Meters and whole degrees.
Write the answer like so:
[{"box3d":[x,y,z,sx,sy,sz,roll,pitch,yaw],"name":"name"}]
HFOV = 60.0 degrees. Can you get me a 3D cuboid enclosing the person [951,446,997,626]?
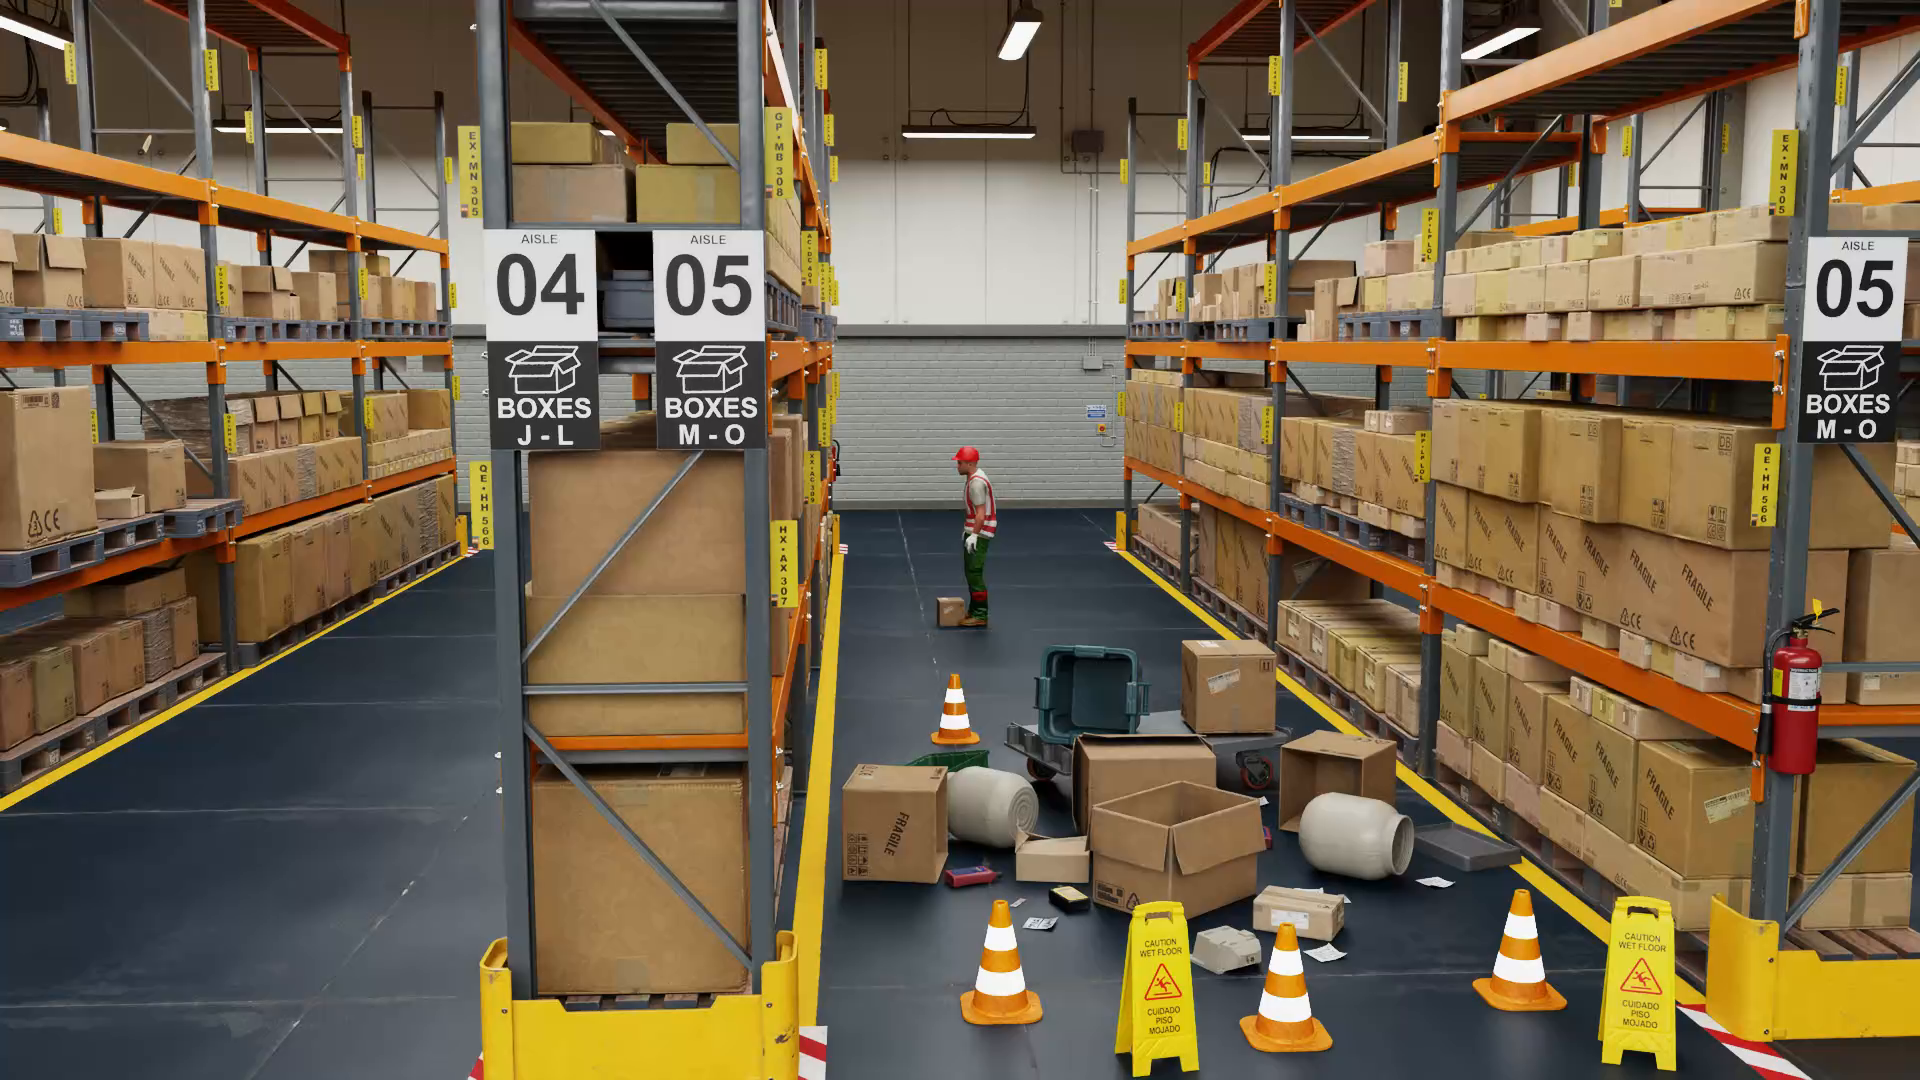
[{"box3d":[0.133,-0.043,16.536,0.449,1.780,0.607,0,7,-4],"name":"person"}]
